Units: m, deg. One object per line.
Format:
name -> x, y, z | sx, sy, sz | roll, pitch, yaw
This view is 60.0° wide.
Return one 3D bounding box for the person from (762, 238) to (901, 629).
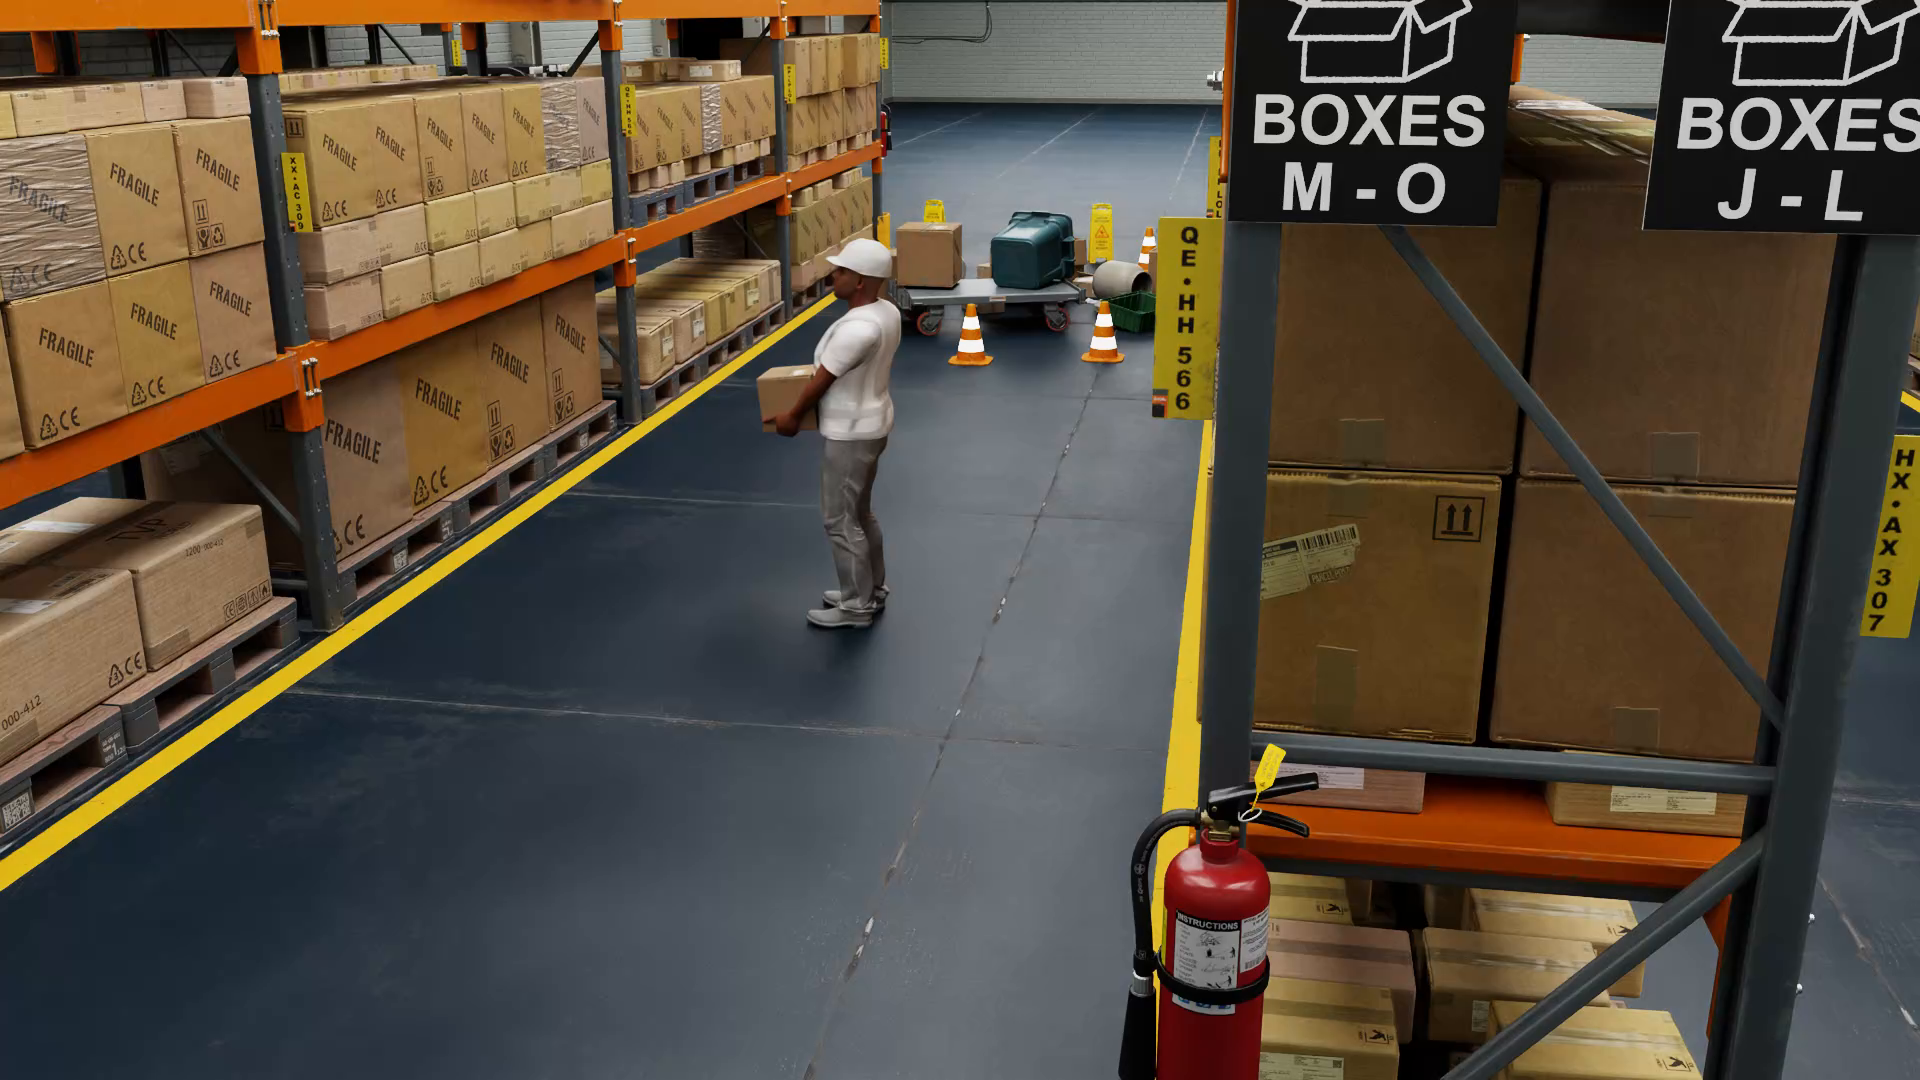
person -> -0.575, -0.481, 7.528 | 0.587, 1.758, 0.502 | 3, 18, 9
